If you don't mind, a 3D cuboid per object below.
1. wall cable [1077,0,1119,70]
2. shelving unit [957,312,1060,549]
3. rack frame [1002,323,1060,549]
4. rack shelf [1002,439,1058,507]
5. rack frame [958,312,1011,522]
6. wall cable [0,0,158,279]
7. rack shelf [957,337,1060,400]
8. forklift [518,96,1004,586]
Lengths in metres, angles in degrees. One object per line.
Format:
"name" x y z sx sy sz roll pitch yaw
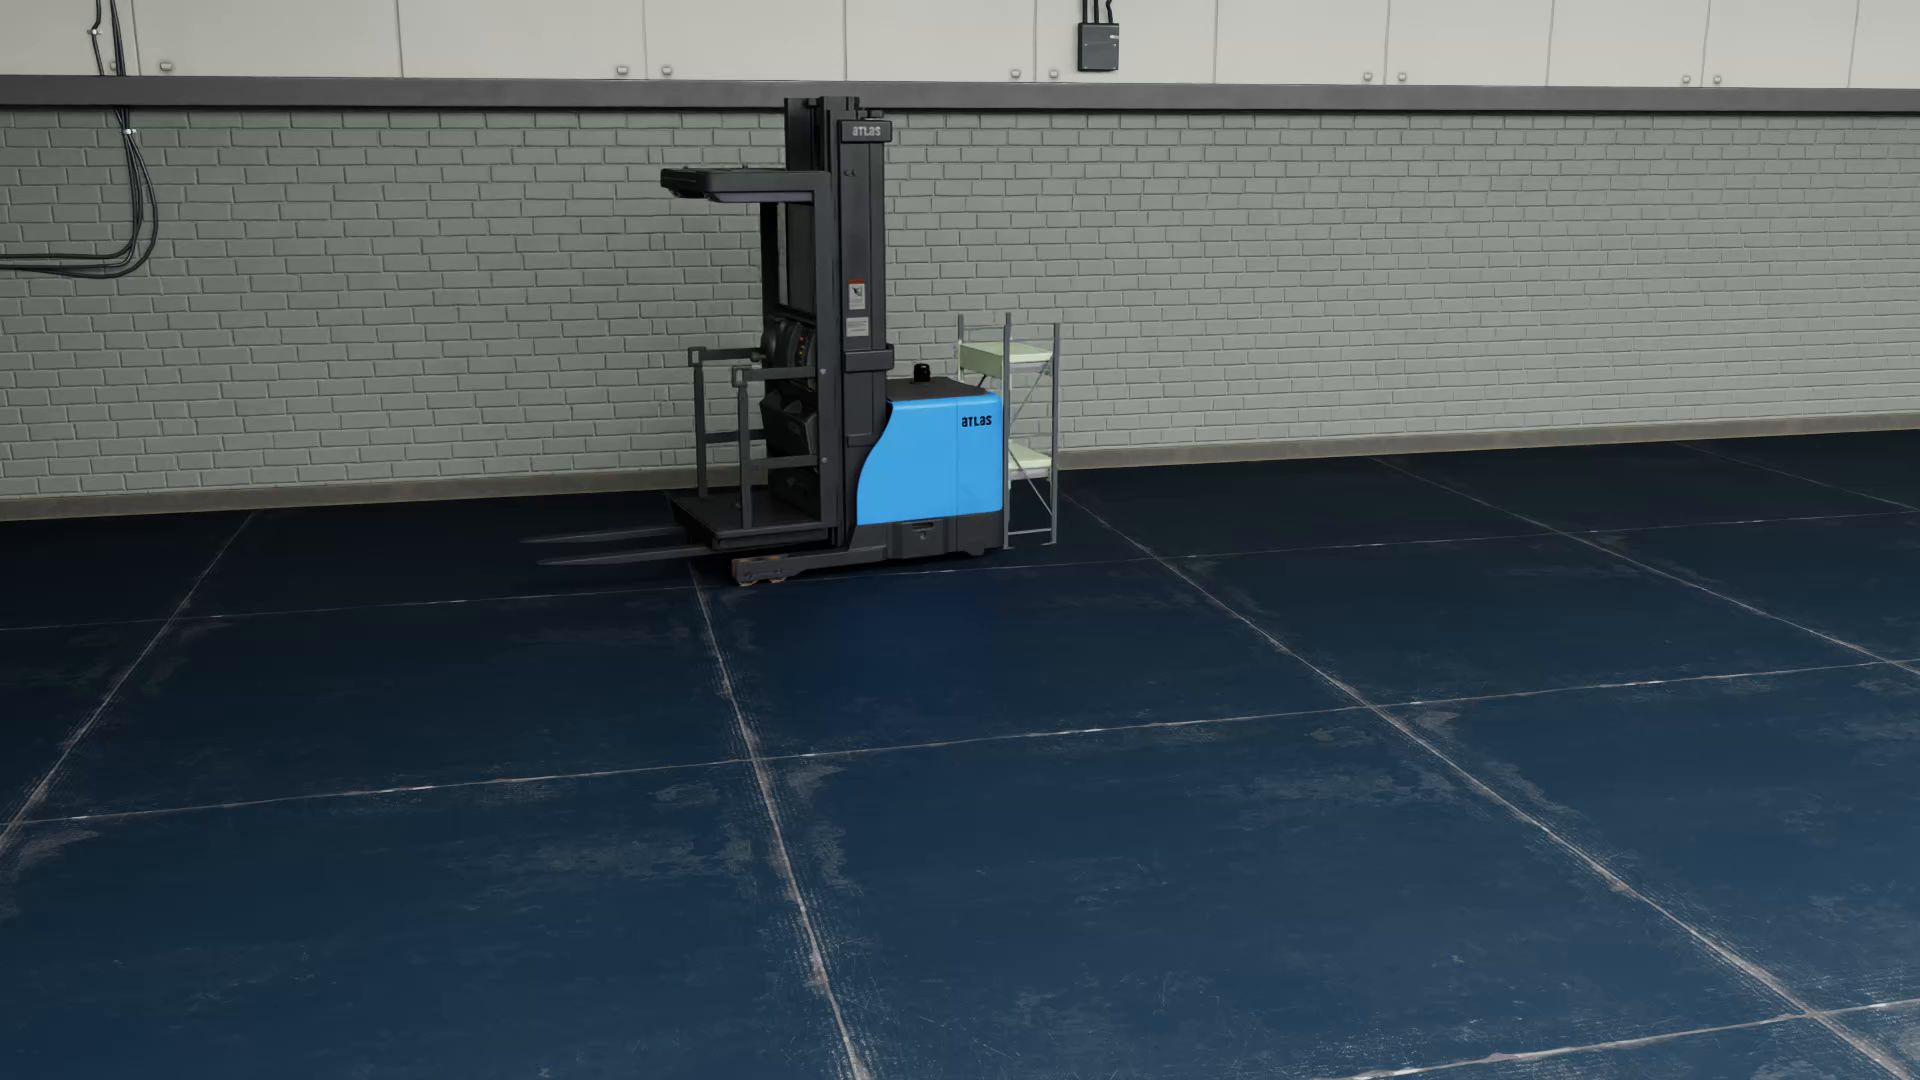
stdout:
"wall cable" 2.061 -6.663 12.571 2.305 6.003 0.169 -3 14 -13
"shelving unit" 0.320 -0.766 11.400 0.431 1.500 0.755 -6 15 -23
"rack frame" 0.470 -0.687 11.076 0.400 1.500 0.023 -6 15 -23
"rack shelf" 0.320 -0.449 11.477 0.431 0.370 0.720 -6 15 -23
"rack frame" 0.170 -0.845 11.725 0.400 1.500 0.023 -6 15 -23
"wall cable" -7.171 -2.977 11.192 3.097 2.526 0.112 -3 14 -13
"rack shelf" 0.321 -1.145 11.308 0.431 0.370 0.720 -6 15 -23
"forklift" -1.271 -1.281 10.496 3.031 2.935 1.130 -6 15 -23
